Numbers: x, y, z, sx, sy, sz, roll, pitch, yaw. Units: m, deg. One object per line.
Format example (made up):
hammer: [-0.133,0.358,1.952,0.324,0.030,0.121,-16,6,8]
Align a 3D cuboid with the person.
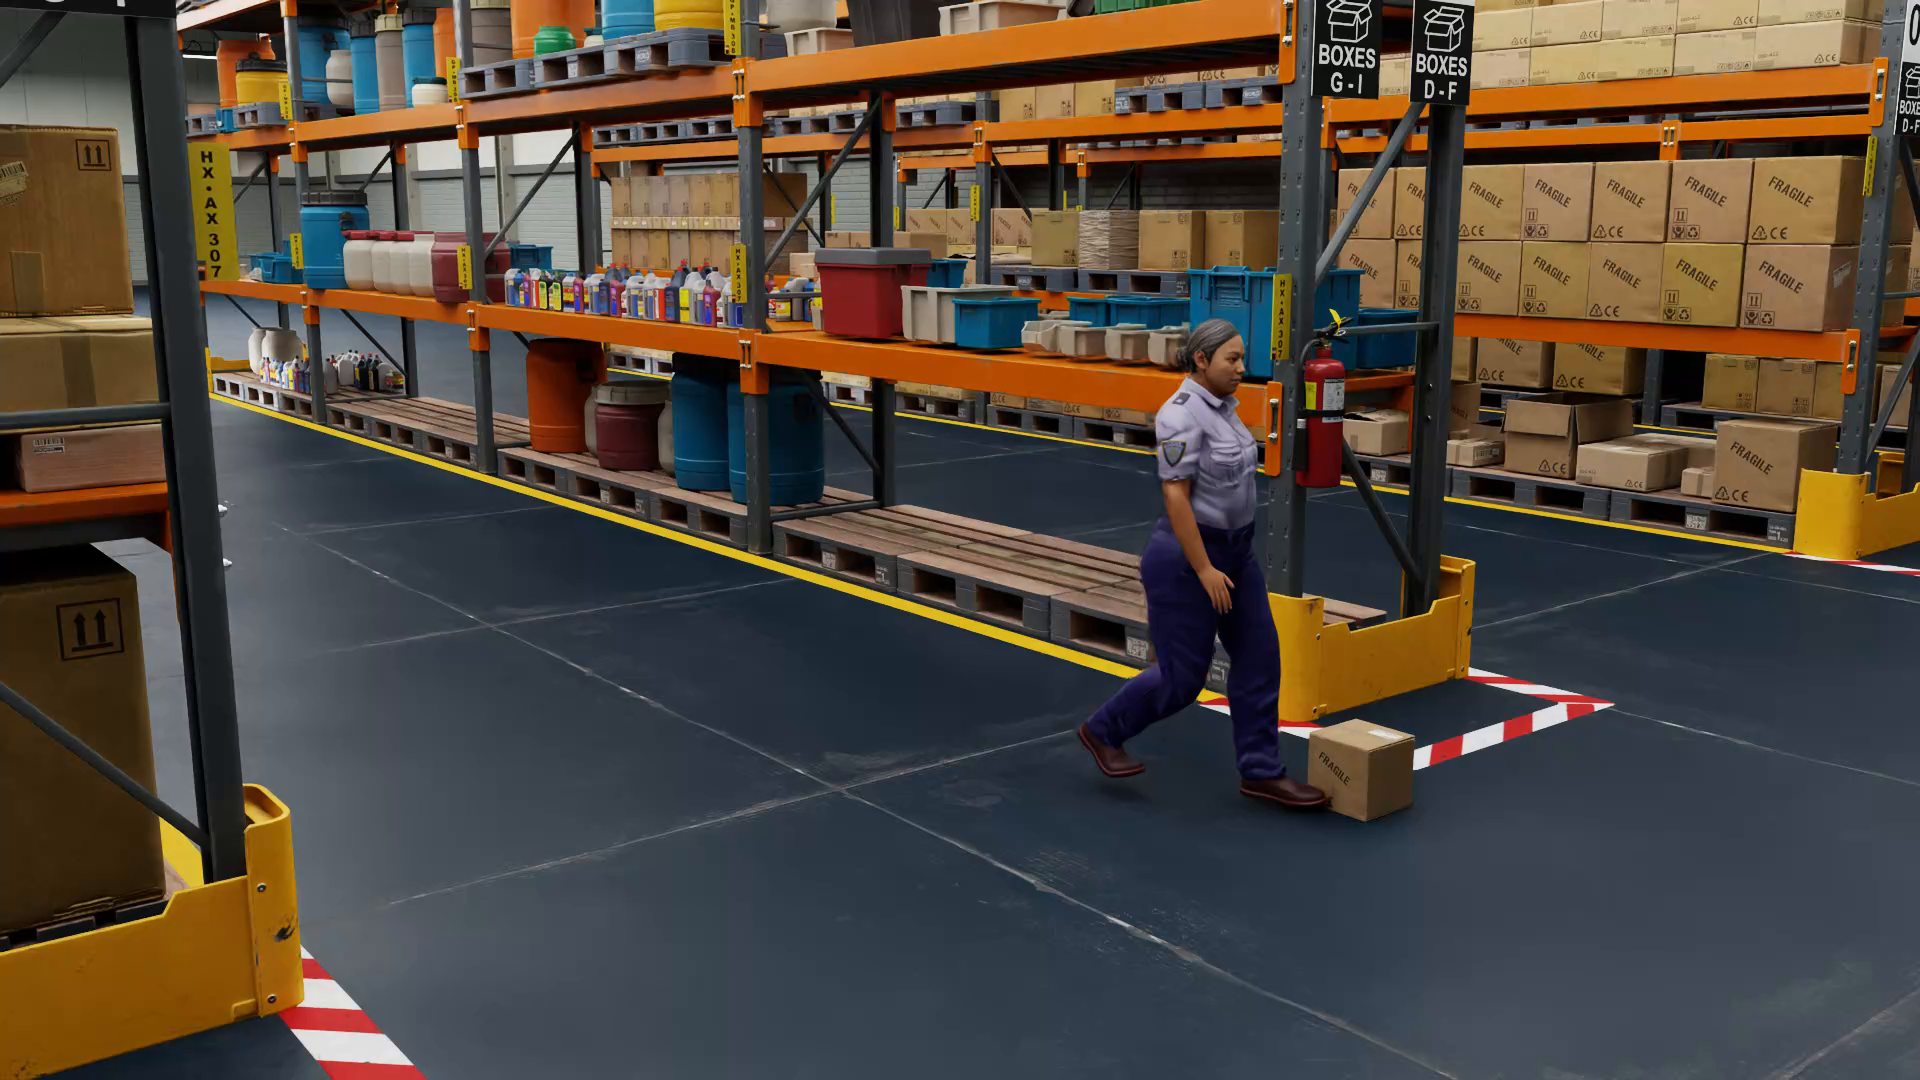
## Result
person: [0.809,0.075,5.541,0.837,1.619,0.484,7,13,34]
